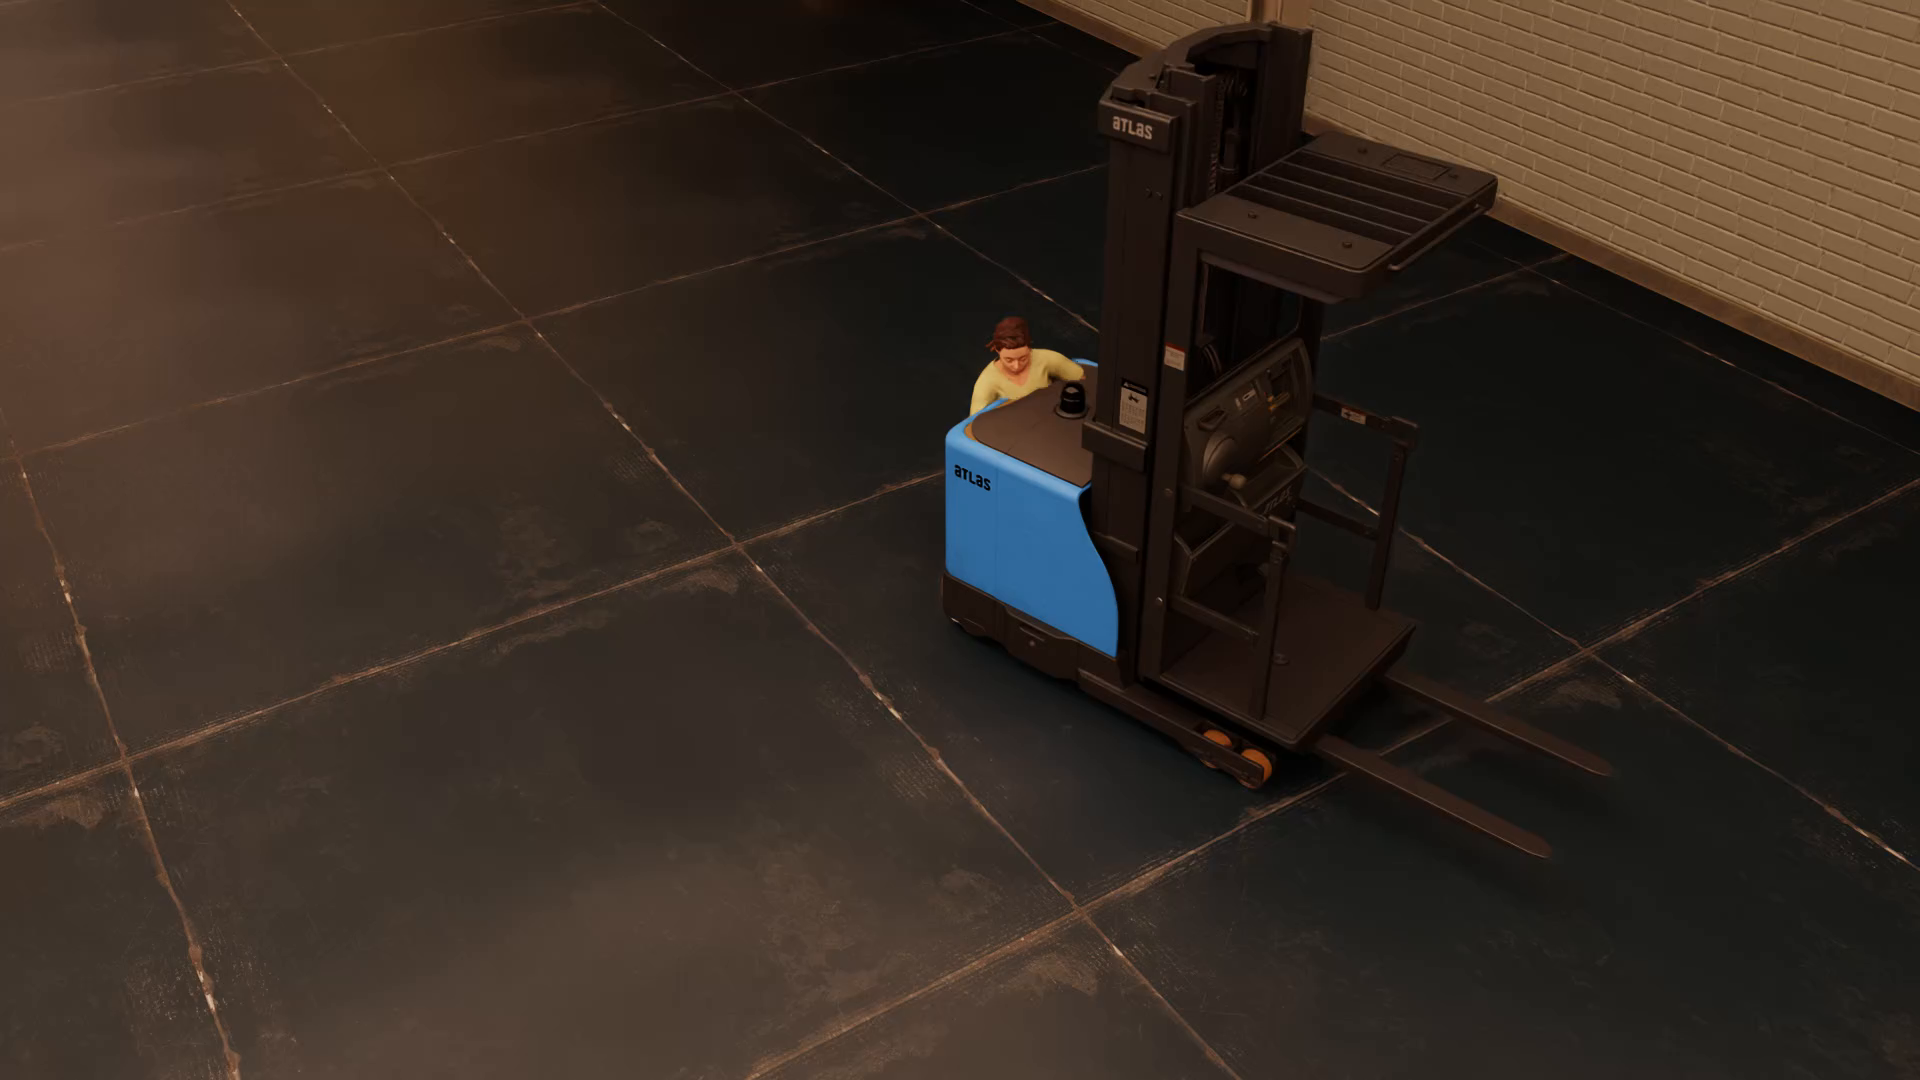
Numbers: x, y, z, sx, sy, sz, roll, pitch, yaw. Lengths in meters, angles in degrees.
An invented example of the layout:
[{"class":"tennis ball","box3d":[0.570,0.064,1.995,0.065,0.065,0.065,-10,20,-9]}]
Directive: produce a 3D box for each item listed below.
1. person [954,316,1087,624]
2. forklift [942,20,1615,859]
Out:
[{"class":"person","box3d":[0.329,-0.338,7.896,0.844,1.473,0.712,-8,36,-11]},{"class":"forklift","box3d":[1.367,-0.475,6.823,3.031,2.935,1.130,26,43,32]}]
